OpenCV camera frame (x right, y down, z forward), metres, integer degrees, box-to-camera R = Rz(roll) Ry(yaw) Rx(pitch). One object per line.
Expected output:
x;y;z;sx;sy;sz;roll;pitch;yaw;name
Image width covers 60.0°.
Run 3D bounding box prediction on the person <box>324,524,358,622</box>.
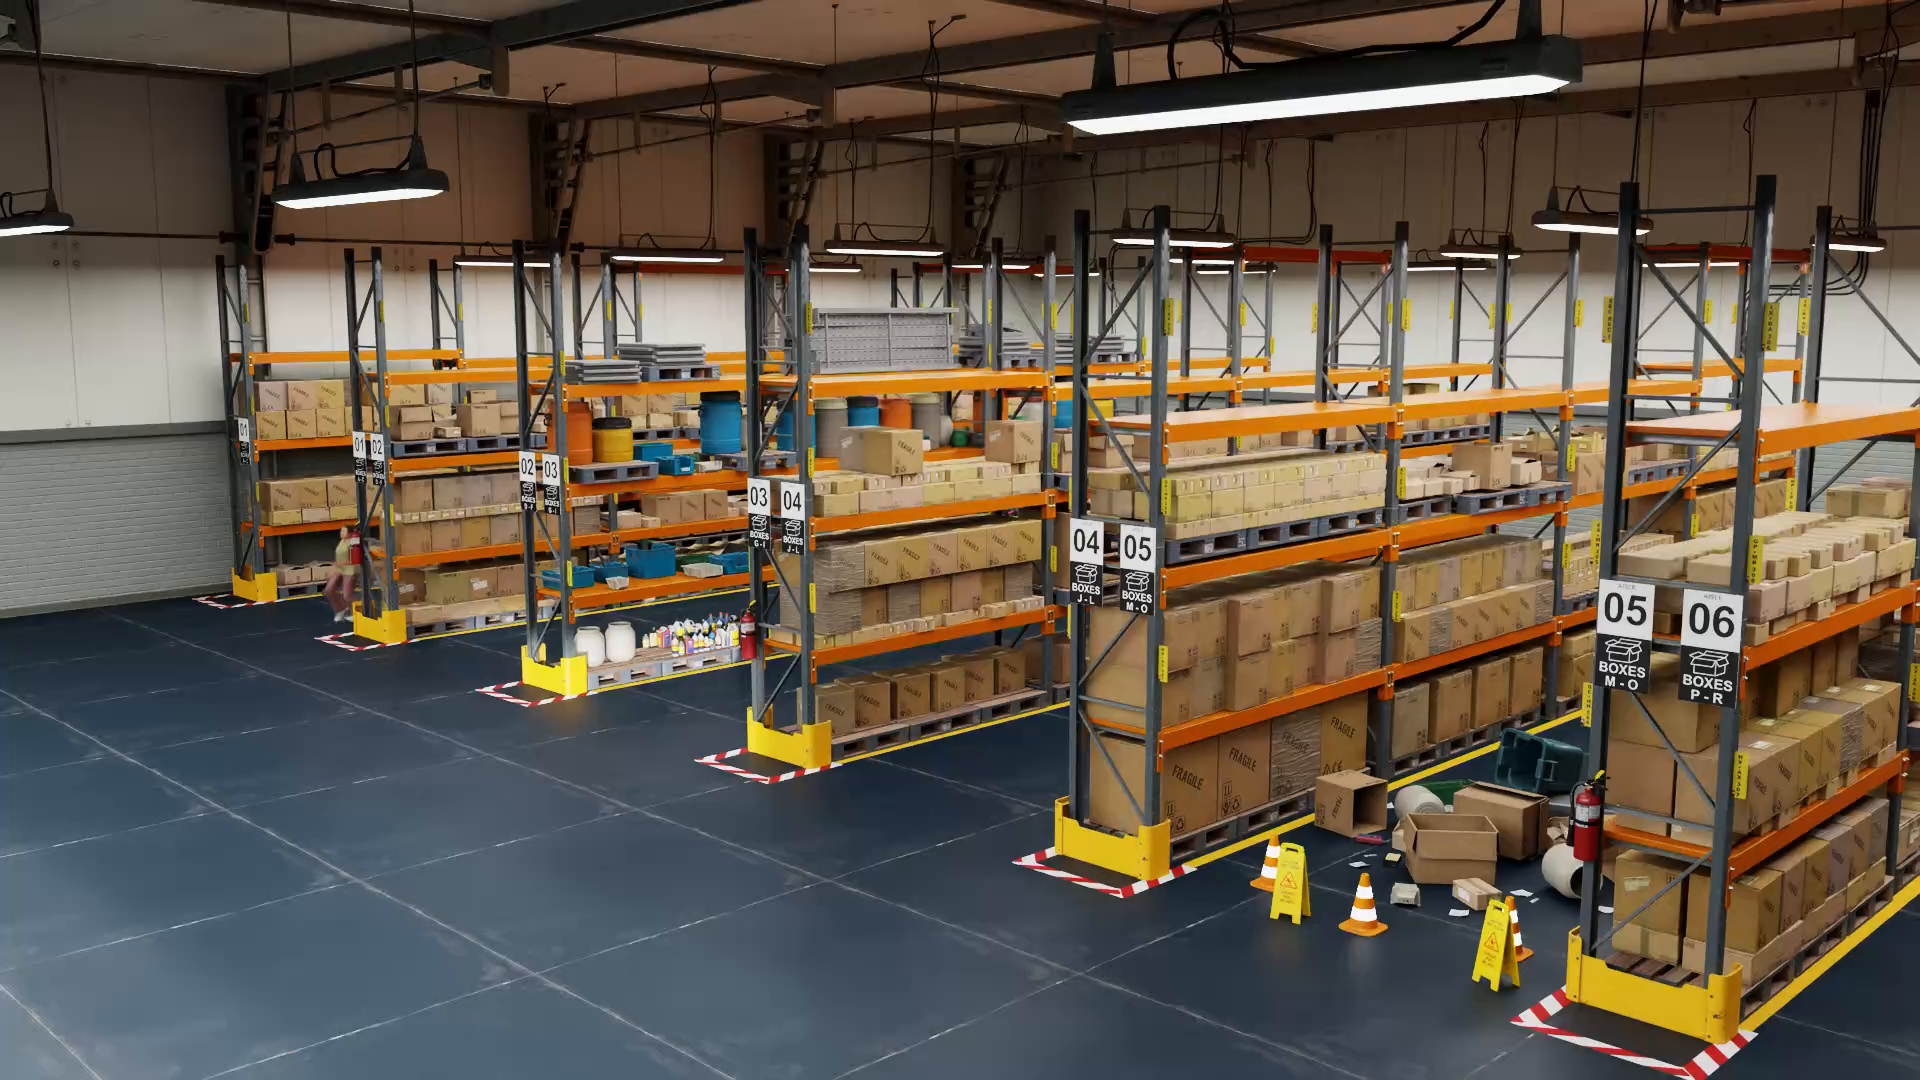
-9.945;0.538;26.966;0.545;1.624;0.624;5;10;32;person
